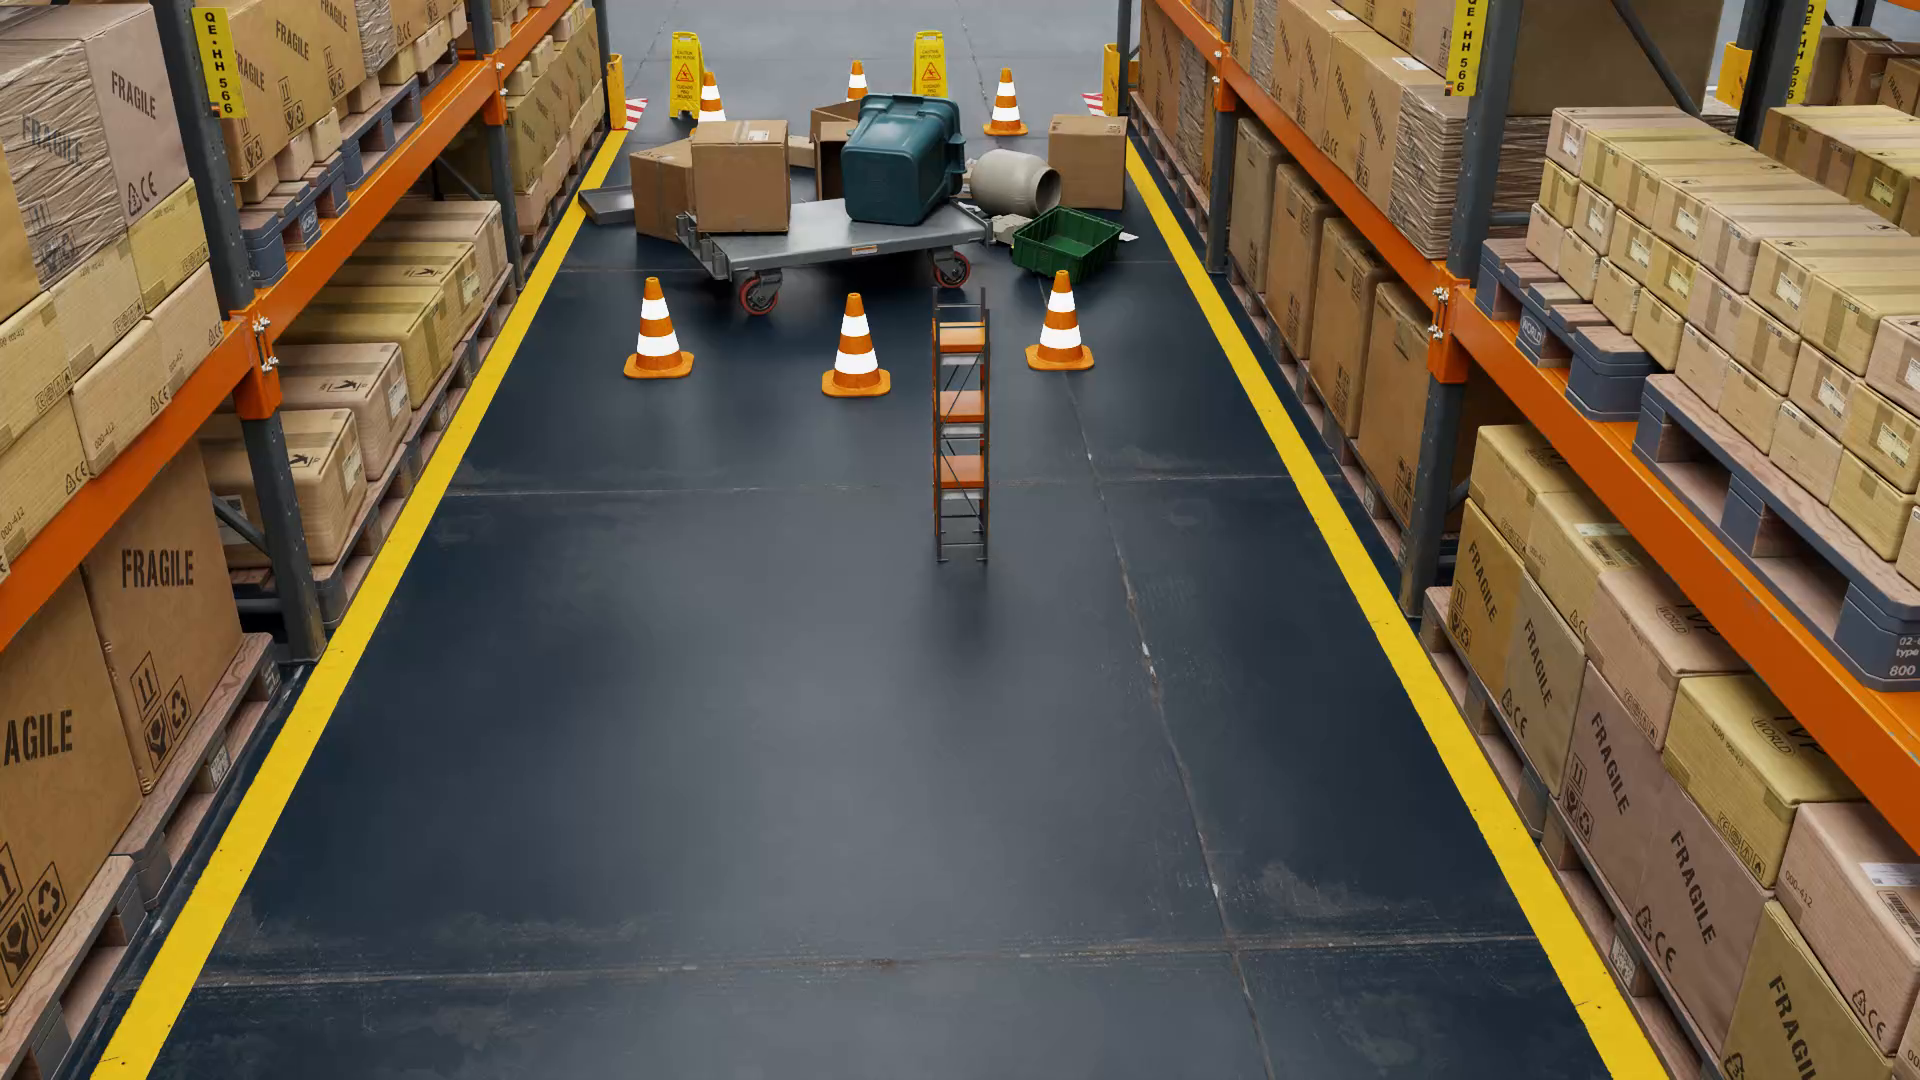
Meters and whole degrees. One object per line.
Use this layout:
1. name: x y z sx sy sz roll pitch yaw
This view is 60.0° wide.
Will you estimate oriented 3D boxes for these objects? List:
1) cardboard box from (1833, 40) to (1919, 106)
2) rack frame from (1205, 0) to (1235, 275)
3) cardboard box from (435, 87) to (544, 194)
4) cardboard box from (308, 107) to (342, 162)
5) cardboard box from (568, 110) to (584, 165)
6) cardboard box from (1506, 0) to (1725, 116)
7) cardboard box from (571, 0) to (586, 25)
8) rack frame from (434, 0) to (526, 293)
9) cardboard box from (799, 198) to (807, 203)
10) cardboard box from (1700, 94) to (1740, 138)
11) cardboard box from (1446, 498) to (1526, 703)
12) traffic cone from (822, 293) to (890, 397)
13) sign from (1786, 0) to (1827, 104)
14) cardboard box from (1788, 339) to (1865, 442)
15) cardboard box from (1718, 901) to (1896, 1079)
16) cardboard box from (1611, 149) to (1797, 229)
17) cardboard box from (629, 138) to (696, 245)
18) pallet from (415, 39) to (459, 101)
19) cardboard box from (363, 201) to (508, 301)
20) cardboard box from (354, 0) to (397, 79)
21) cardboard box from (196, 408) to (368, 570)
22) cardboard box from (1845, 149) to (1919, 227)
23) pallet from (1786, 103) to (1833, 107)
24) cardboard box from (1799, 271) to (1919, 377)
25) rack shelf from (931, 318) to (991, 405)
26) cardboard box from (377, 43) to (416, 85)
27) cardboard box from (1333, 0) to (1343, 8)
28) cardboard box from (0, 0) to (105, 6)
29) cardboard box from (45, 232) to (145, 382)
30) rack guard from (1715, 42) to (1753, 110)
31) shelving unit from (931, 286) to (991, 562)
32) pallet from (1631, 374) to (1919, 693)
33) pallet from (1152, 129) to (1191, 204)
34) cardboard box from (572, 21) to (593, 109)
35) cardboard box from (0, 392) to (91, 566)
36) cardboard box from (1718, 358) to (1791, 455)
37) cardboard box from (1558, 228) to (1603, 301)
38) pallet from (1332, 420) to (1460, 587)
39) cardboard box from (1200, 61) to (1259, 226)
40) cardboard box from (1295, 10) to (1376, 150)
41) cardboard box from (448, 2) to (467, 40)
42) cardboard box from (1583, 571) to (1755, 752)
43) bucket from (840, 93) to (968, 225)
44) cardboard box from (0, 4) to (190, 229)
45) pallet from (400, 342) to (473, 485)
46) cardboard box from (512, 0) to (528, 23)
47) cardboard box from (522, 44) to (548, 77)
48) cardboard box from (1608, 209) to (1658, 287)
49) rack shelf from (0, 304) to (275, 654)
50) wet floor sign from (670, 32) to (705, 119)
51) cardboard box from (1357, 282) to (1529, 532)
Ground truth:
1. cardboard box: 6.779 -3.352 12.183 0.500 0.500 0.500 6 28 11
2. rack frame: 1.948 -2.918 9.101 1.000 3.000 0.127 -1 28 -3
3. cardboard box: -2.751 -2.330 9.683 0.500 0.500 0.500 0 28 0
4. cardboard box: -2.556 -1.520 6.239 0.380 0.149 0.250 -1 28 -2
5. cardboard box: -2.836 -2.718 11.238 0.500 0.250 0.500 -2 28 -4
6. cardboard box: 2.143 -1.766 5.703 0.700 0.500 0.500 -2 28 -3
7. cardboard box: -2.810 -3.655 11.521 0.380 0.149 0.250 -1 28 -1
8. rack frame: -2.990 -2.752 8.783 1.000 3.000 0.127 -1 28 -3
9. cardboard box: -0.889 -1.968 10.236 0.258 0.266 0.396 -23 35 -37
10. cardboard box: 2.403 -1.329 5.946 0.500 0.500 0.500 -1 28 -2
11. cardboard box: 1.939 0.184 5.402 0.500 0.500 0.500 -3 28 -5
12. traffic cone: -0.513 -0.978 8.126 0.336 0.463 0.334 -1 28 -3
13. sign: 2.698 -1.567 5.344 0.100 0.325 0.005 -1 28 -3
14. cardboard box: 2.068 -0.330 3.635 0.380 0.149 0.250 0 28 -1
15. cardboard box: 2.049 1.126 3.597 0.500 0.500 0.500 -2 28 -4
16. cardboard box: 2.013 -0.954 4.510 0.380 0.149 0.250 -2 28 -3
17. cardboard box: -1.687 -2.172 10.372 0.500 0.500 0.500 19 33 32
18. pallet: -3.095 -2.310 8.144 1.003 0.211 1.213 -1 28 -3
19. cardboard box: -2.960 -1.531 8.829 0.950 0.372 0.625 -1 28 -2
20. cardboard box: -2.660 -2.197 6.835 0.500 0.500 0.500 -2 28 -5
21. cardboard box: -2.801 -0.187 6.252 0.950 0.372 0.625 -3 28 -6
22. cardboard box: 2.665 -0.957 4.516 0.380 0.149 0.250 -1 28 -1
23. pallet: 6.709 -3.191 12.640 1.003 0.211 1.213 -1 28 -3
24. cardboard box: 2.067 -0.469 3.580 0.380 0.149 0.250 -2 28 -3
25. rack shelf: 0.003 -0.683 6.334 0.215 0.259 0.240 -1 28 -3
26. cardboard box: -2.649 -2.124 7.397 0.380 0.149 0.250 -1 28 -3
27. cardboard box: 2.035 -2.706 7.505 0.700 0.500 0.500 -1 28 -2
28. cardboard box: -3.082 -1.470 5.441 0.500 0.500 0.500 -2 28 -4
29. cardboard box: -2.472 -0.606 4.289 0.500 0.250 0.500 -2 28 -4
30. rack guard: 6.702 -3.695 13.294 1.175 0.500 0.348 -1 28 -3
31. shelving unit: 0.003 -0.441 6.460 0.215 1.050 0.252 -1 28 -3
32. pallet: 2.301 -0.073 3.853 1.003 0.211 1.213 -1 28 -3
33. pallet: 1.920 -2.600 11.506 1.003 0.211 1.213 -1 28 -3
34. cardboard box: -2.866 -3.294 11.531 0.500 0.500 0.500 0 28 -1
35. cardboard box: -2.443 -0.142 3.942 0.500 0.250 0.500 -2 28 -3
36. cardboard box: 2.050 -0.322 3.941 0.380 0.149 0.250 -1 28 -2
37. cardboard box: 1.993 -0.810 4.877 0.380 0.149 0.250 0 28 0
38. pallet: 2.191 -0.200 6.906 1.003 0.211 1.213 -1 28 -3
39. cardboard box: 1.985 -2.454 10.056 0.875 0.875 0.875 -1 28 -2
40. cardboard box: 1.784 -2.015 7.261 0.500 0.500 0.500 -1 28 -2
41. cardboard box: -2.687 -2.596 8.301 0.380 0.149 0.250 -1 28 -2
42. cardboard box: 1.991 0.306 4.358 0.500 0.250 0.500 -1 28 -2
43. bucket: -0.361 -2.148 9.521 0.726 0.611 0.620 8 39 15
44. cardboard box: -2.493 -1.160 4.541 0.500 0.500 0.500 -2 28 -4
45. pallet: -2.881 -0.591 7.655 1.003 0.211 1.213 -1 28 -3
46. cardboard box: -2.773 -3.146 9.810 0.380 0.149 0.250 -1 28 -1
47. cardboard box: -2.726 -2.915 10.101 0.380 0.149 0.250 0 28 -1
48. cardboard box: 2.015 -0.801 4.538 0.380 0.149 0.250 -2 28 -4
49. rack shelf: -2.677 0.338 3.636 1.077 0.370 4.000 -1 28 -3
50. wet floor sign: -2.140 -3.669 13.087 0.267 0.644 0.232 8 29 15
51. cardboard box: 2.215 -0.543 6.526 1.050 0.750 0.750 -2 28 -3
